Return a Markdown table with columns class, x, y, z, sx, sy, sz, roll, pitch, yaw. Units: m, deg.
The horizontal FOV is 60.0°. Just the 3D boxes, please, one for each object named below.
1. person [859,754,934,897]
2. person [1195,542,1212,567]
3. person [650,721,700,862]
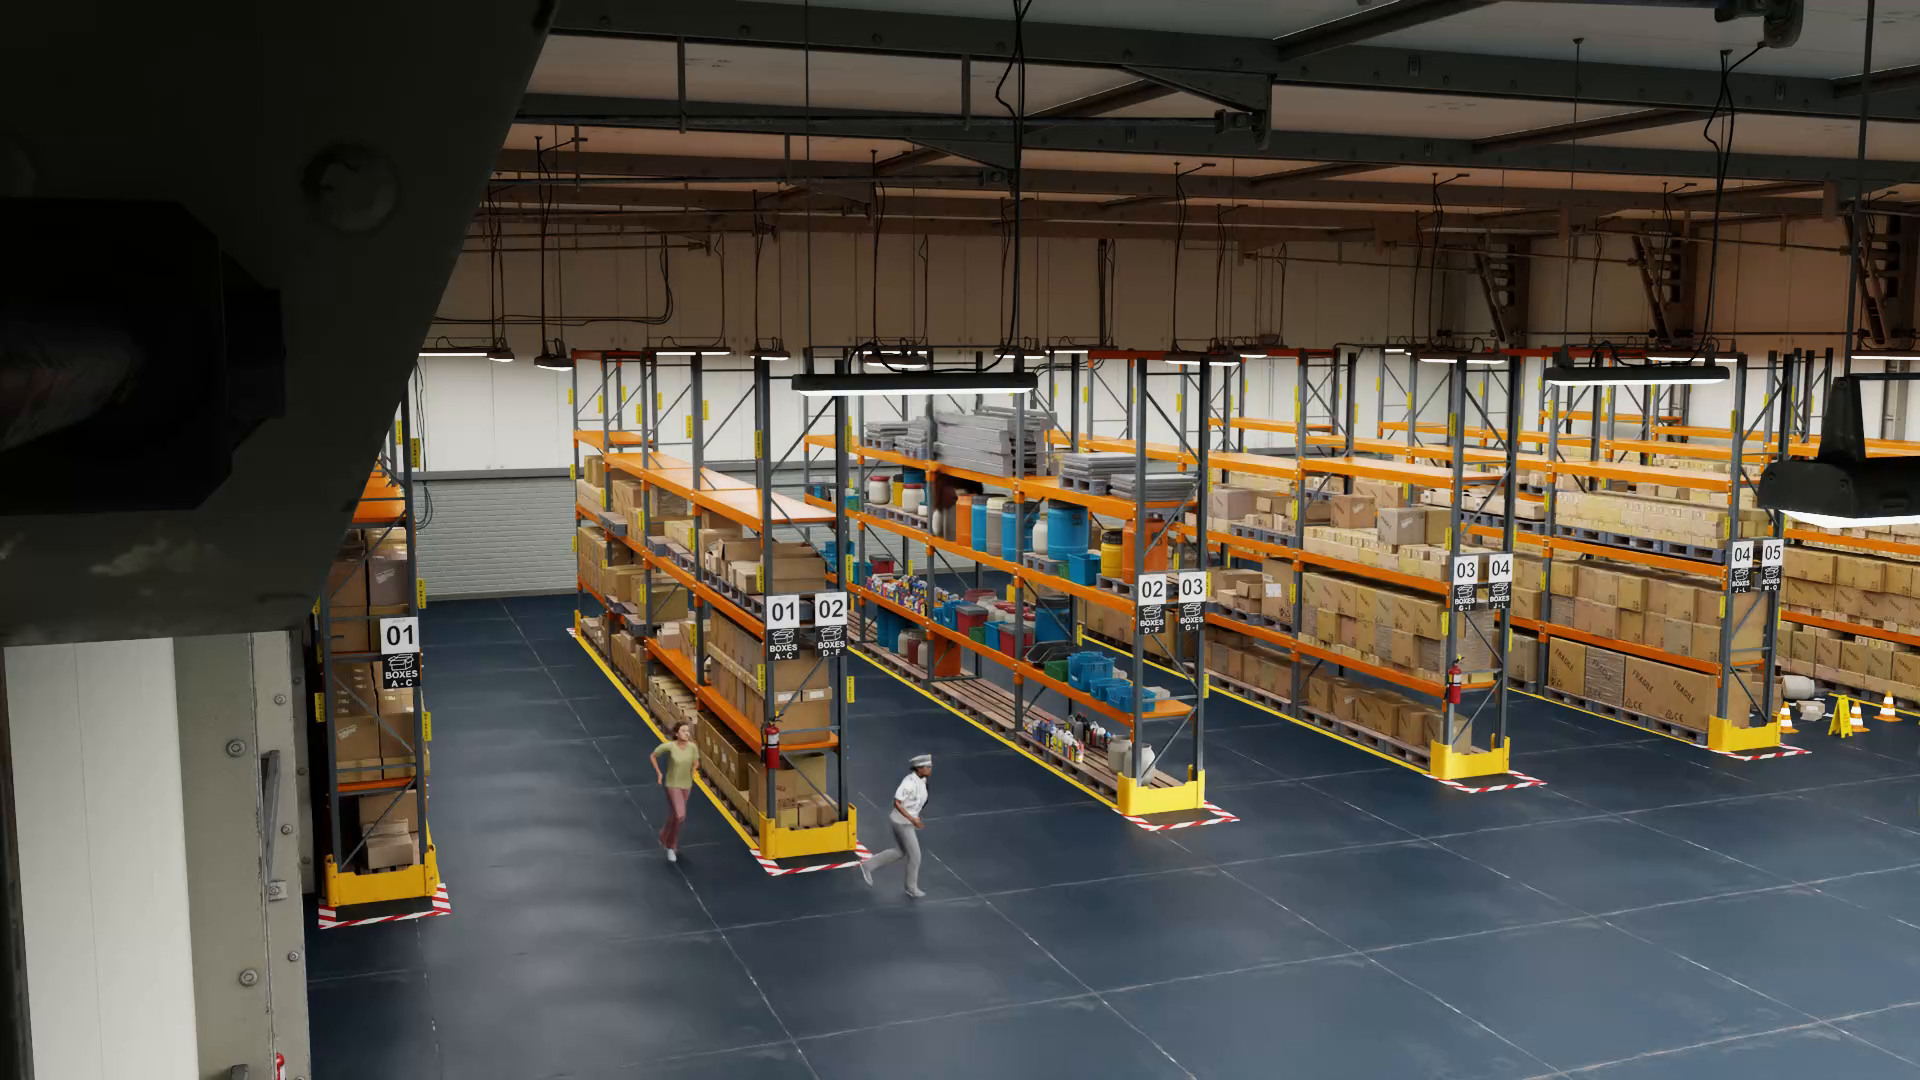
| class | x | y | z | sx | sy | sz | roll | pitch | yaw |
| --- | --- | --- | --- | --- | --- | --- | --- | --- | --- |
| person | -0.718 | 3.221 | 18.863 | 0.857 | 1.650 | 0.585 | 2 | 7 | 15 |
| person | 5.442 | 0.834 | 37.726 | 0.708 | 1.655 | 0.576 | -3 | 8 | -23 |
| person | -3.431 | 3.024 | 20.220 | 0.559 | 1.692 | 0.693 | -6 | 9 | -38 |
